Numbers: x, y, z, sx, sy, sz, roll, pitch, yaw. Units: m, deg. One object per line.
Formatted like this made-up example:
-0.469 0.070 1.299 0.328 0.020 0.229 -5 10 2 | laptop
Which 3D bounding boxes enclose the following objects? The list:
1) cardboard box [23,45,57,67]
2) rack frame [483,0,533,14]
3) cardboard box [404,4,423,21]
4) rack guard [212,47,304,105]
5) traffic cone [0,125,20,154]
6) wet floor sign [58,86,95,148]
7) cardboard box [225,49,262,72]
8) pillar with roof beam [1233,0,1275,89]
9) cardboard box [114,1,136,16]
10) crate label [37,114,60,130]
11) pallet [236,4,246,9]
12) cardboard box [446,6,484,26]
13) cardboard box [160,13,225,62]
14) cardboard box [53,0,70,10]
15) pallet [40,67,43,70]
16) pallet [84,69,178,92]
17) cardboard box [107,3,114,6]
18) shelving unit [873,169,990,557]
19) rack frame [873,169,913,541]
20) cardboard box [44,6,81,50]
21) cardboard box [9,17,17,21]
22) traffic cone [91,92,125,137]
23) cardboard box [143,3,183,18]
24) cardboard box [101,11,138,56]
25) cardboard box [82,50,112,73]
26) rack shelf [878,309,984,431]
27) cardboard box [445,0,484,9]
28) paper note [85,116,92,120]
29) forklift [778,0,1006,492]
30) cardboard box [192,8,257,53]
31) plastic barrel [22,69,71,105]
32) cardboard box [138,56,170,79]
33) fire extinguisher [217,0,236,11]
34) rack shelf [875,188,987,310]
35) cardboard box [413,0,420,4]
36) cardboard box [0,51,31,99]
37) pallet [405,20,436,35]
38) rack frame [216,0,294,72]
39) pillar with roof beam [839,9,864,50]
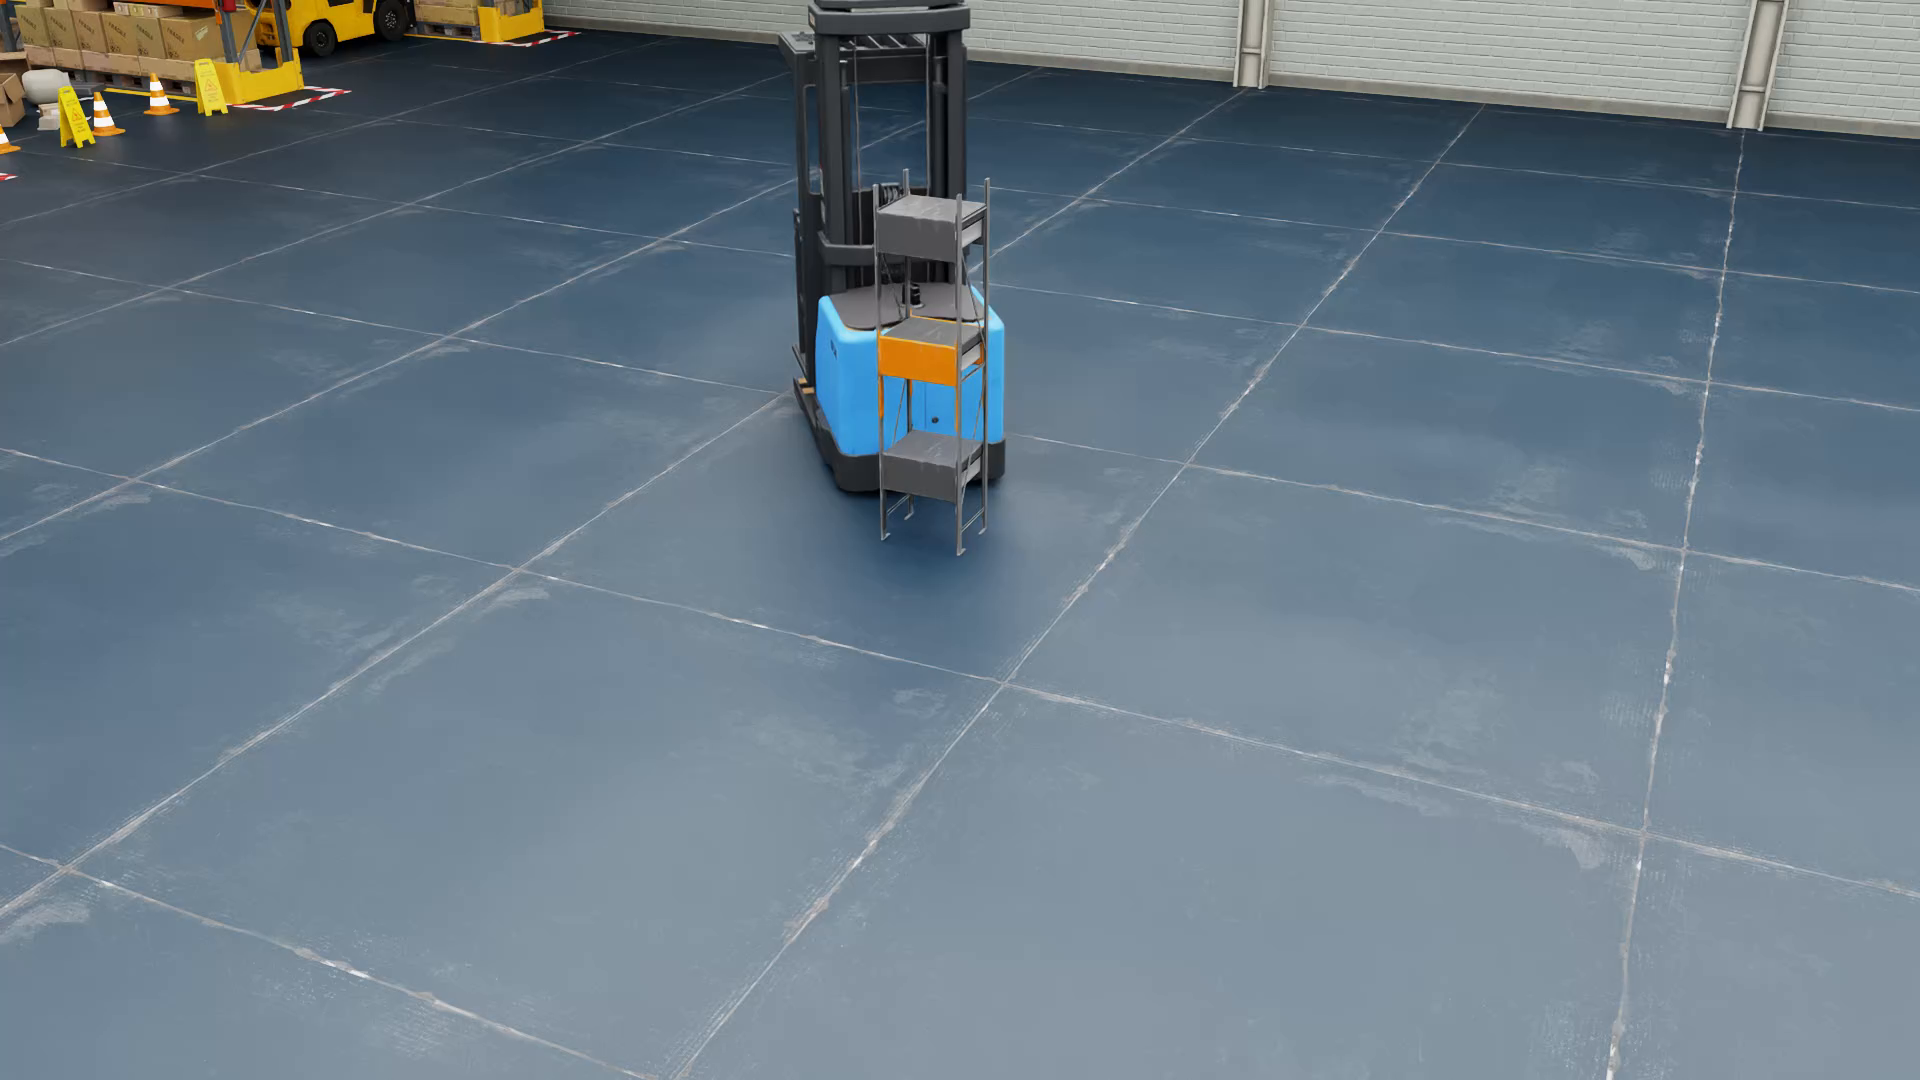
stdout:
-12.099 -6.514 22.223 0.500 0.250 0.500 10 28 19 | cardboard box
-6.832 -9.041 24.717 0.127 3.000 1.000 11 28 22 | rack frame
-8.291 -8.144 25.534 0.500 0.250 0.500 12 29 22 | cardboard box
-8.952 -5.937 21.243 0.348 0.500 1.175 11 28 22 | rack guard
-10.736 -4.566 18.499 0.334 0.463 0.336 11 28 22 | traffic cone
-9.994 -4.770 18.708 0.232 0.644 0.267 6 27 13 | wet floor sign
-9.503 -6.258 21.702 0.500 0.250 0.500 11 28 21 | cardboard box
2.049 -8.297 16.415 0.400 9.000 9.100 11 28 22 | pillar with roof beam
-10.549 -6.805 21.229 0.250 0.149 0.380 13 29 24 | cardboard box
-10.700 -4.930 19.609 0.298 0.136 0.250 -2 26 -5 | crate label
-11.160 -8.640 27.060 1.213 0.211 1.003 11 28 22 | pallet
-7.390 -7.955 25.148 0.500 0.250 0.500 12 28 22 | cardboard box
-9.720 -6.377 21.096 0.500 0.500 0.500 12 28 22 | cardboard box
-11.541 -7.001 21.629 0.250 0.149 0.380 13 29 24 | cardboard box
-13.234 -6.667 23.052 1.213 0.211 1.003 11 28 22 | pallet
-10.784 -6.194 22.091 1.213 0.211 1.003 11 28 22 | pallet
-10.946 -6.882 22.120 0.500 0.500 0.500 13 29 24 | cardboard box
-0.151 -0.972 9.348 0.503 2.100 0.431 11 28 22 | shelving unit
-0.373 -1.017 9.438 0.015 2.100 0.400 11 28 22 | rack frame
-11.607 -6.757 21.868 0.500 0.500 0.500 13 29 24 | cardboard box
-13.659 -7.010 23.092 0.625 0.372 0.950 13 29 25 | cardboard box
-9.958 -4.958 19.296 0.334 0.463 0.336 11 28 22 | traffic cone
-10.082 -6.708 21.034 0.250 0.149 0.380 12 29 23 | cardboard box
-10.653 -6.566 21.480 0.500 0.500 0.500 11 28 21 | cardboard box
-11.124 -6.325 21.839 0.500 0.250 0.500 11 28 21 | cardboard box
-0.151 -0.960 9.354 0.480 0.518 0.431 11 28 22 | rack shelf
-7.404 -8.183 25.047 0.500 0.250 0.500 11 28 21 | cardboard box
-10.568 -5.085 20.043 0.142 0.019 0.148 2 26 4 | paper note
-0.554 -2.239 10.979 1.130 2.935 3.031 -6 27 -12 | forklift
-9.525 -6.598 21.545 0.500 0.500 0.500 10 28 20 | cardboard box
-11.390 -5.658 20.762 0.512 0.421 0.421 -12 29 -23 | plastic barrel
-10.199 -6.137 21.456 0.500 0.250 0.500 11 28 22 | cardboard box
-8.970 -6.804 20.260 0.183 0.674 0.296 11 28 22 | fire extinguisher
-0.151 -1.588 9.045 0.480 0.518 0.431 11 28 22 | rack shelf
-8.335 -8.365 25.417 0.500 0.250 0.500 11 28 21 | cardboard box
-12.112 -5.912 21.190 0.500 0.500 0.500 -12 29 -23 | cardboard box
-8.652 -8.137 26.037 1.213 0.211 1.003 11 28 22 | pallet
-8.883 -7.044 20.662 0.127 3.000 1.000 11 28 22 | rack frame
-3.413 -9.394 18.643 0.400 9.000 9.100 11 28 22 | pillar with roof beam
